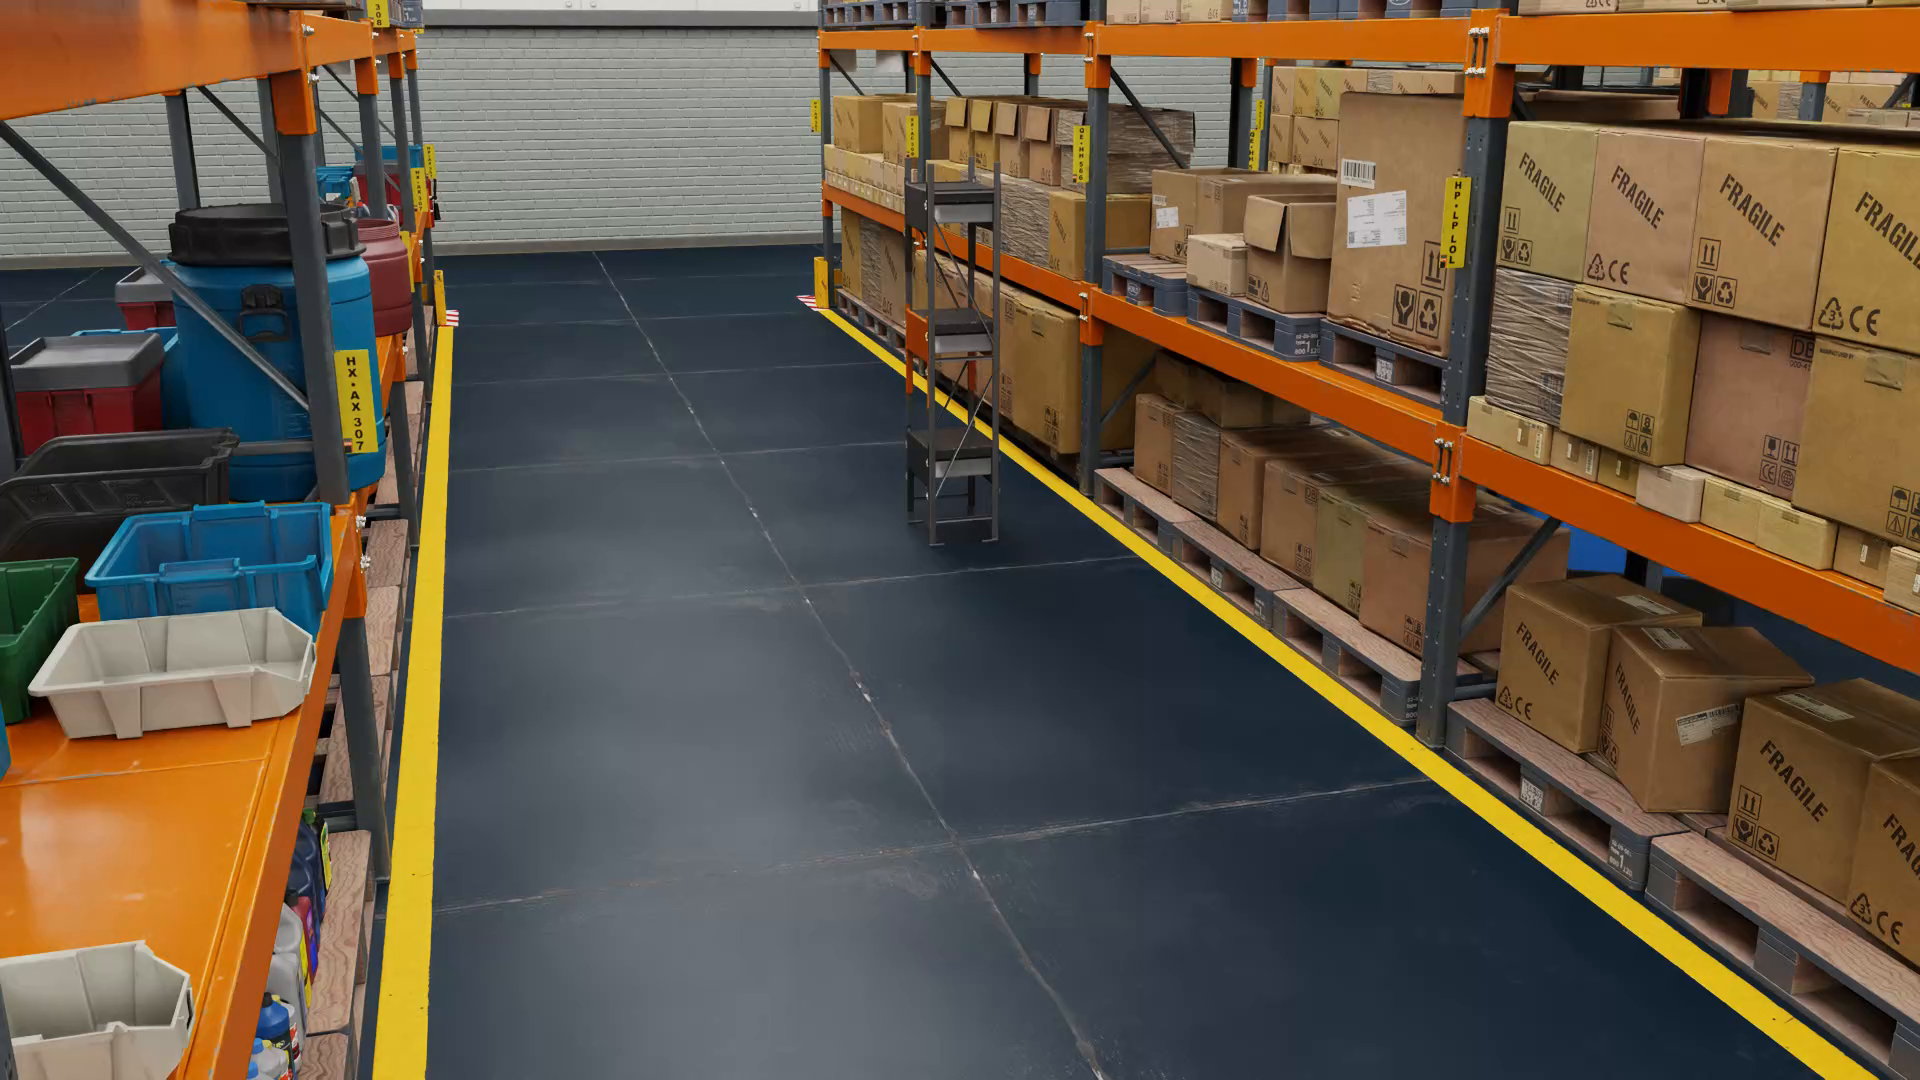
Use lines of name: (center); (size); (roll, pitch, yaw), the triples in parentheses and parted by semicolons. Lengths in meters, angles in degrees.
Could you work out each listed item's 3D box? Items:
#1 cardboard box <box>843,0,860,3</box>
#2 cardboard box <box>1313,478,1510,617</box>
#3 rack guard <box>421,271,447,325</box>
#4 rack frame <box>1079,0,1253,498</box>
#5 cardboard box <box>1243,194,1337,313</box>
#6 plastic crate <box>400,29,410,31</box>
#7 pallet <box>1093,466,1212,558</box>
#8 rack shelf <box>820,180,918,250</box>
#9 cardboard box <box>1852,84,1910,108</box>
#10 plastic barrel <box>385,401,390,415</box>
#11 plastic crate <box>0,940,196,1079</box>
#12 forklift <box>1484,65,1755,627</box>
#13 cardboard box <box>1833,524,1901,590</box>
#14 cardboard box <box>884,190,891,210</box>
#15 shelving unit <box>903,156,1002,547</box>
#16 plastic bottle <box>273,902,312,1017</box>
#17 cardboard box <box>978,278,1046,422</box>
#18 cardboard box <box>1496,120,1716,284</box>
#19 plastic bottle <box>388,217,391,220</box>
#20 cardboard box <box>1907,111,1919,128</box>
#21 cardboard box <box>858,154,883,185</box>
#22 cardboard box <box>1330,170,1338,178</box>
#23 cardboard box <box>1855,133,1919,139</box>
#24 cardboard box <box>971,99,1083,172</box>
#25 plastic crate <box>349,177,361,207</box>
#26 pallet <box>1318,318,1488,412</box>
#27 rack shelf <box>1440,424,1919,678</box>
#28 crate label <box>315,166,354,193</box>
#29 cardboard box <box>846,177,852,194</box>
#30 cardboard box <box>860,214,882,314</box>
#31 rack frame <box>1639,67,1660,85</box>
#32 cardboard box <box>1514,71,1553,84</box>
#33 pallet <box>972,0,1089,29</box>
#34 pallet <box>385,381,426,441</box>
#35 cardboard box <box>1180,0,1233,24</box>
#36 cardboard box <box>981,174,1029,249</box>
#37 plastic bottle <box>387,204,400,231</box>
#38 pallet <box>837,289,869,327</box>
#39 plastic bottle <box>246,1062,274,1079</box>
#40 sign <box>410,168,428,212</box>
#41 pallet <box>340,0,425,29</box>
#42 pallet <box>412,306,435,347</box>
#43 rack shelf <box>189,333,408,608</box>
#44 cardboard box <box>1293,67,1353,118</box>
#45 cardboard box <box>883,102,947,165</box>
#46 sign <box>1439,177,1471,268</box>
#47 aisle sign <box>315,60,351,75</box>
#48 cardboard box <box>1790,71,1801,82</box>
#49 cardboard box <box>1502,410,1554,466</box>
cardboard box: (-0.720, -5.398, 15.916); (0.700, 0.500, 0.500); (-5, 18, -17)
cardboard box: (2.084, 0.032, 7.713); (0.700, 0.500, 0.500); (-5, 17, -16)
rack guard: (-5.734, -2.386, 16.526); (1.175, 0.500, 0.348); (-5, 17, -15)
rack frame: (1.245, -1.756, 10.085); (1.000, 3.000, 0.127); (-5, 17, -15)
cardboard box: (1.779, -1.373, 7.898); (0.797, 0.503, 0.637); (-3, 17, -10)
plastic crate: (-5.170, -4.662, 14.914); (0.450, 0.188, 0.336); (-5, 17, -15)
pallet: (1.459, -0.205, 9.766); (1.003, 0.211, 1.213); (-5, 17, -15)
rack shelf: (-0.403, -3.071, 15.714); (1.077, 0.370, 4.000); (-5, 17, -15)
cardboard box: (9.279, -4.282, 16.580); (0.500, 0.500, 0.500); (-5, 17, -16)
plastic barrel: (-4.288, -1.320, 11.549); (0.600, 0.901, 0.708); (-5, 17, -15)
plastic crate: (-1.255, 0.701, 2.361); (0.298, 0.136, 0.250); (-5, 17, -15)
forklift: (3.472, -1.369, 8.914); (1.130, 2.935, 3.031); (4, 17, 12)
cardboard box: (2.652, 0.033, 4.565); (0.380, 0.149, 0.250); (-5, 17, -15)
cardboard box: (-0.465, -3.014, 14.709); (0.380, 0.149, 0.250); (-4, 17, -14)
shelving unit: (-0.045, -1.051, 9.302); (0.431, 2.100, 0.503); (-5, 17, -15)
plastic bottle: (-1.822, 1.097, 4.424); (0.144, 0.351, 0.185); (-5, 17, -16)
cardboard box: (0.838, -1.380, 11.794); (1.225, 0.875, 0.875); (-5, 17, -15)
cardboard box: (2.224, -1.175, 5.719); (0.500, 0.500, 0.500); (-5, 17, -15)
plastic bottle: (-3.958, -2.088, 11.404); (0.152, 0.276, 0.135); (-5, 17, -15)
cardboard box: (6.296, -2.383, 10.258); (0.700, 0.500, 0.500); (-5, 17, -16)
cardboard box: (-0.649, -3.459, 15.498); (0.500, 0.250, 0.500); (-5, 17, -16)
cardboard box: (4.044, -3.743, 17.137); (0.380, 0.149, 0.250); (-5, 17, -16)
cardboard box: (3.008, -0.940, 4.938); (0.500, 0.500, 0.500); (-5, 17, -15)
cardboard box: (0.507, -3.024, 12.389); (0.797, 0.503, 0.637); (-5, 17, -15)
plastic crate: (-4.859, -2.880, 13.928); (0.437, 0.282, 0.530); (-5, 17, -15)
pallet: (2.275, -0.781, 7.171); (1.003, 0.211, 1.213); (-5, 17, -15)
rack shelf: (2.894, 0.248, 4.663); (1.077, 0.370, 4.000); (-5, 17, -15)
crate label: (-5.964, -3.432, 15.850); (0.416, 0.233, 0.303); (-5, 17, -15)
cardboard box: (-0.889, -3.441, 16.128); (0.380, 0.149, 0.250); (-5, 17, -16)
cardboard box: (-0.450, -2.730, 16.291); (0.875, 0.875, 0.875); (-5, 17, -15)
rack frame: (8.575, -4.753, 20.060); (1.000, 3.000, 0.127); (-5, 17, -15)
cardboard box: (5.053, -4.040, 15.259); (0.500, 0.500, 0.500); (-4, 17, -14)
pallet: (0.707, -3.585, 11.289); (1.003, 0.211, 1.213); (-4, 17, -13)
pallet: (-4.444, -0.919, 12.144); (1.003, 0.211, 1.213); (-5, 17, -15)
cardboard box: (1.421, -2.687, 8.232); (0.500, 0.250, 0.500); (-4, 17, -14)
cardboard box: (0.455, -2.344, 11.867); (0.500, 0.500, 0.500); (-4, 17, -14)
plastic bottle: (-4.197, -2.328, 12.205); (0.152, 0.276, 0.135); (-5, 17, -15)
pallet: (-0.658, -2.419, 17.137); (1.003, 0.211, 1.213); (-5, 17, -15)
plastic bottle: (-1.611, 1.323, 3.811); (0.097, 0.271, 0.097); (0, 17, 0)
sign: (-4.087, -2.647, 12.568); (0.100, 0.325, 0.005); (-5, 17, -15)
pallet: (-4.307, -3.608, 11.364); (1.213, 0.211, 1.003); (-5, 17, -15)
pallet: (-5.526, -2.011, 15.780); (1.003, 0.211, 1.213); (-5, 17, -15)
rack shelf: (-2.967, -0.467, 7.043); (1.077, 0.370, 4.000); (-5, 17, -15)
cardboard box: (3.857, -4.718, 17.517); (0.500, 0.500, 0.500); (-4, 17, -14)
cardboard box: (-0.371, -3.537, 14.455); (0.500, 0.500, 0.500); (-5, 17, -15)
sign: (1.812, -1.160, 6.086); (0.100, 0.325, 0.005); (-5, 17, -15)
aisle sign: (-6.021, -4.819, 15.762); (0.394, 0.787, 0.004); (-5, 17, -15)
cardboard box: (8.993, -4.902, 17.519); (0.380, 0.149, 0.250); (-5, 17, -16)
cardboard box: (2.171, -0.376, 5.927); (0.380, 0.149, 0.250); (-5, 17, -15)
